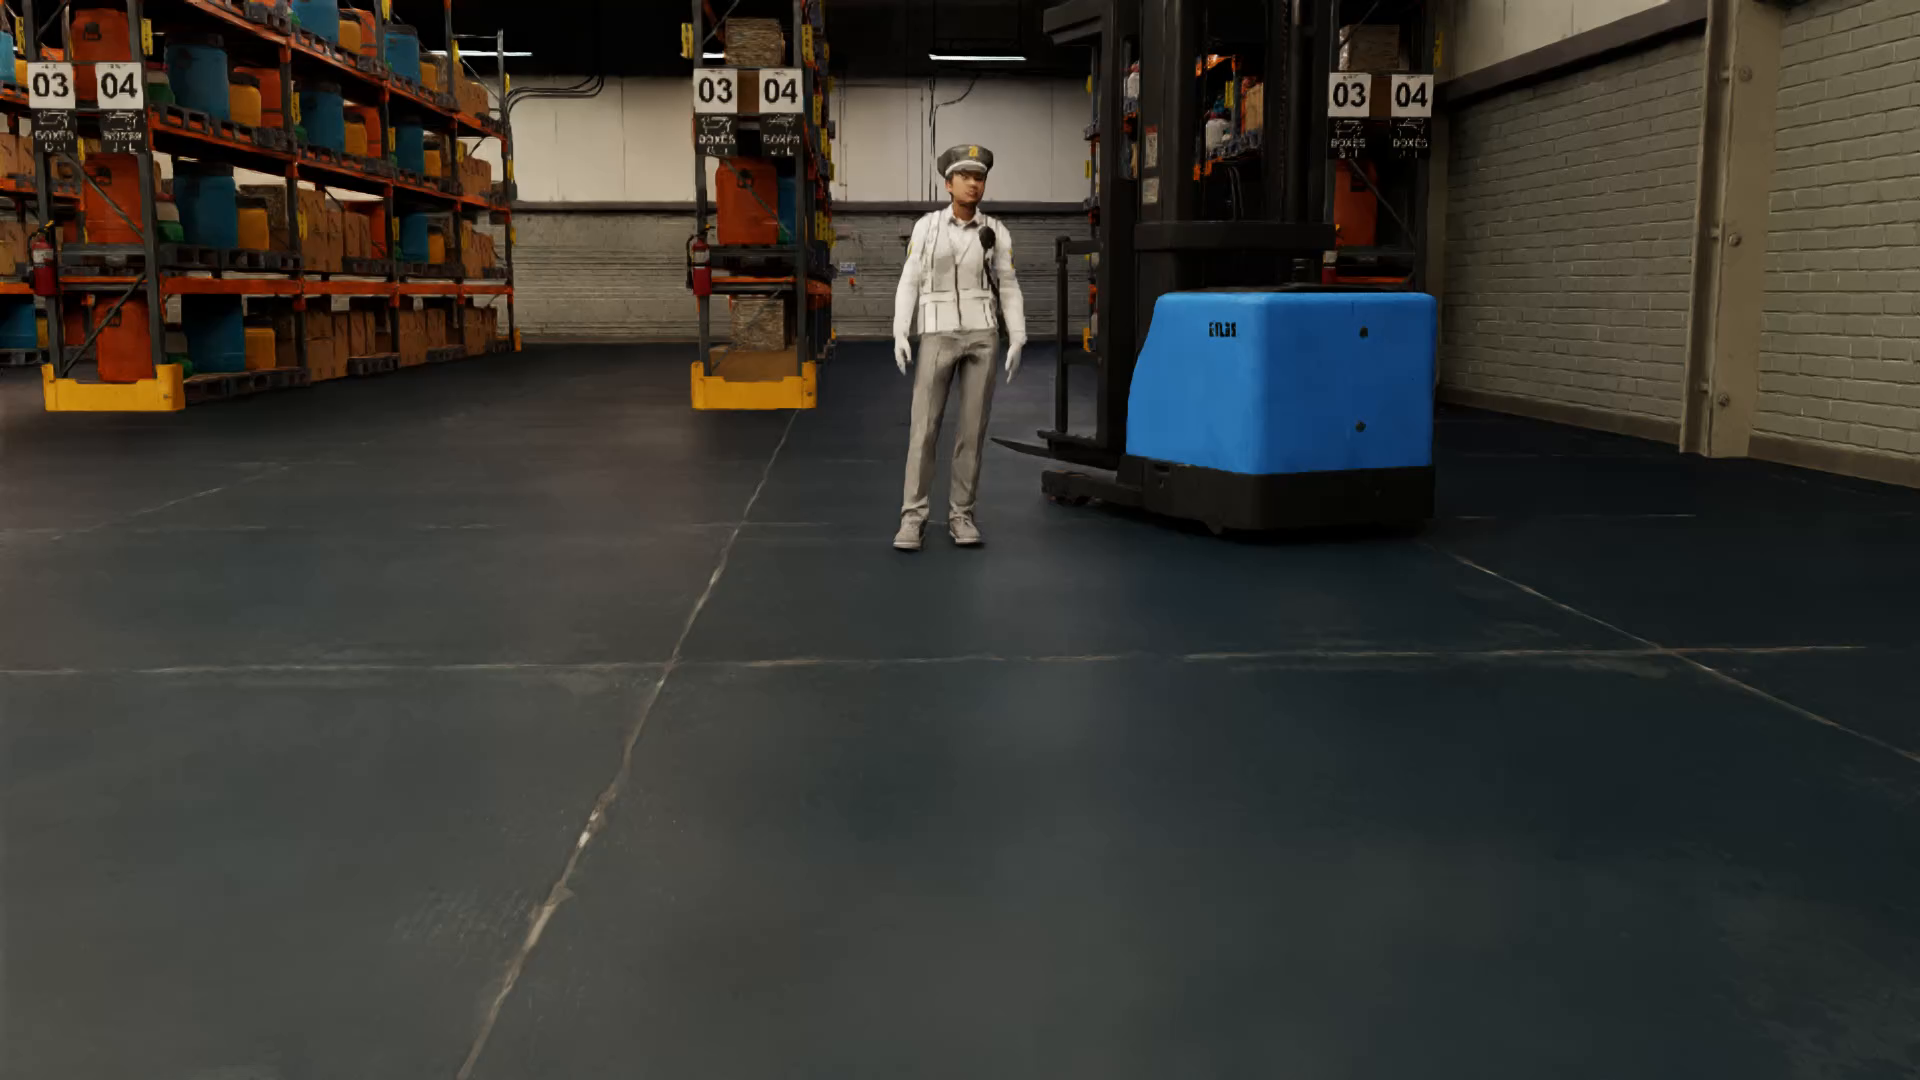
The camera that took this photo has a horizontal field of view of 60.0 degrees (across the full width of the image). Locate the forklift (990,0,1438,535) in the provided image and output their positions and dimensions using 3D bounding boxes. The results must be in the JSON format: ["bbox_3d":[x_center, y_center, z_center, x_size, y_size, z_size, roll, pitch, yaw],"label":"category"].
[{"bbox_3d":[1.087,-1.649,8.439,1.130,2.935,3.031,-4,9,-23],"label":"forklift"}]

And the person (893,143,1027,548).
[{"bbox_3d":[-0.003,-0.836,7.117,0.586,1.695,0.532,-1,8,-4],"label":"person"}]
